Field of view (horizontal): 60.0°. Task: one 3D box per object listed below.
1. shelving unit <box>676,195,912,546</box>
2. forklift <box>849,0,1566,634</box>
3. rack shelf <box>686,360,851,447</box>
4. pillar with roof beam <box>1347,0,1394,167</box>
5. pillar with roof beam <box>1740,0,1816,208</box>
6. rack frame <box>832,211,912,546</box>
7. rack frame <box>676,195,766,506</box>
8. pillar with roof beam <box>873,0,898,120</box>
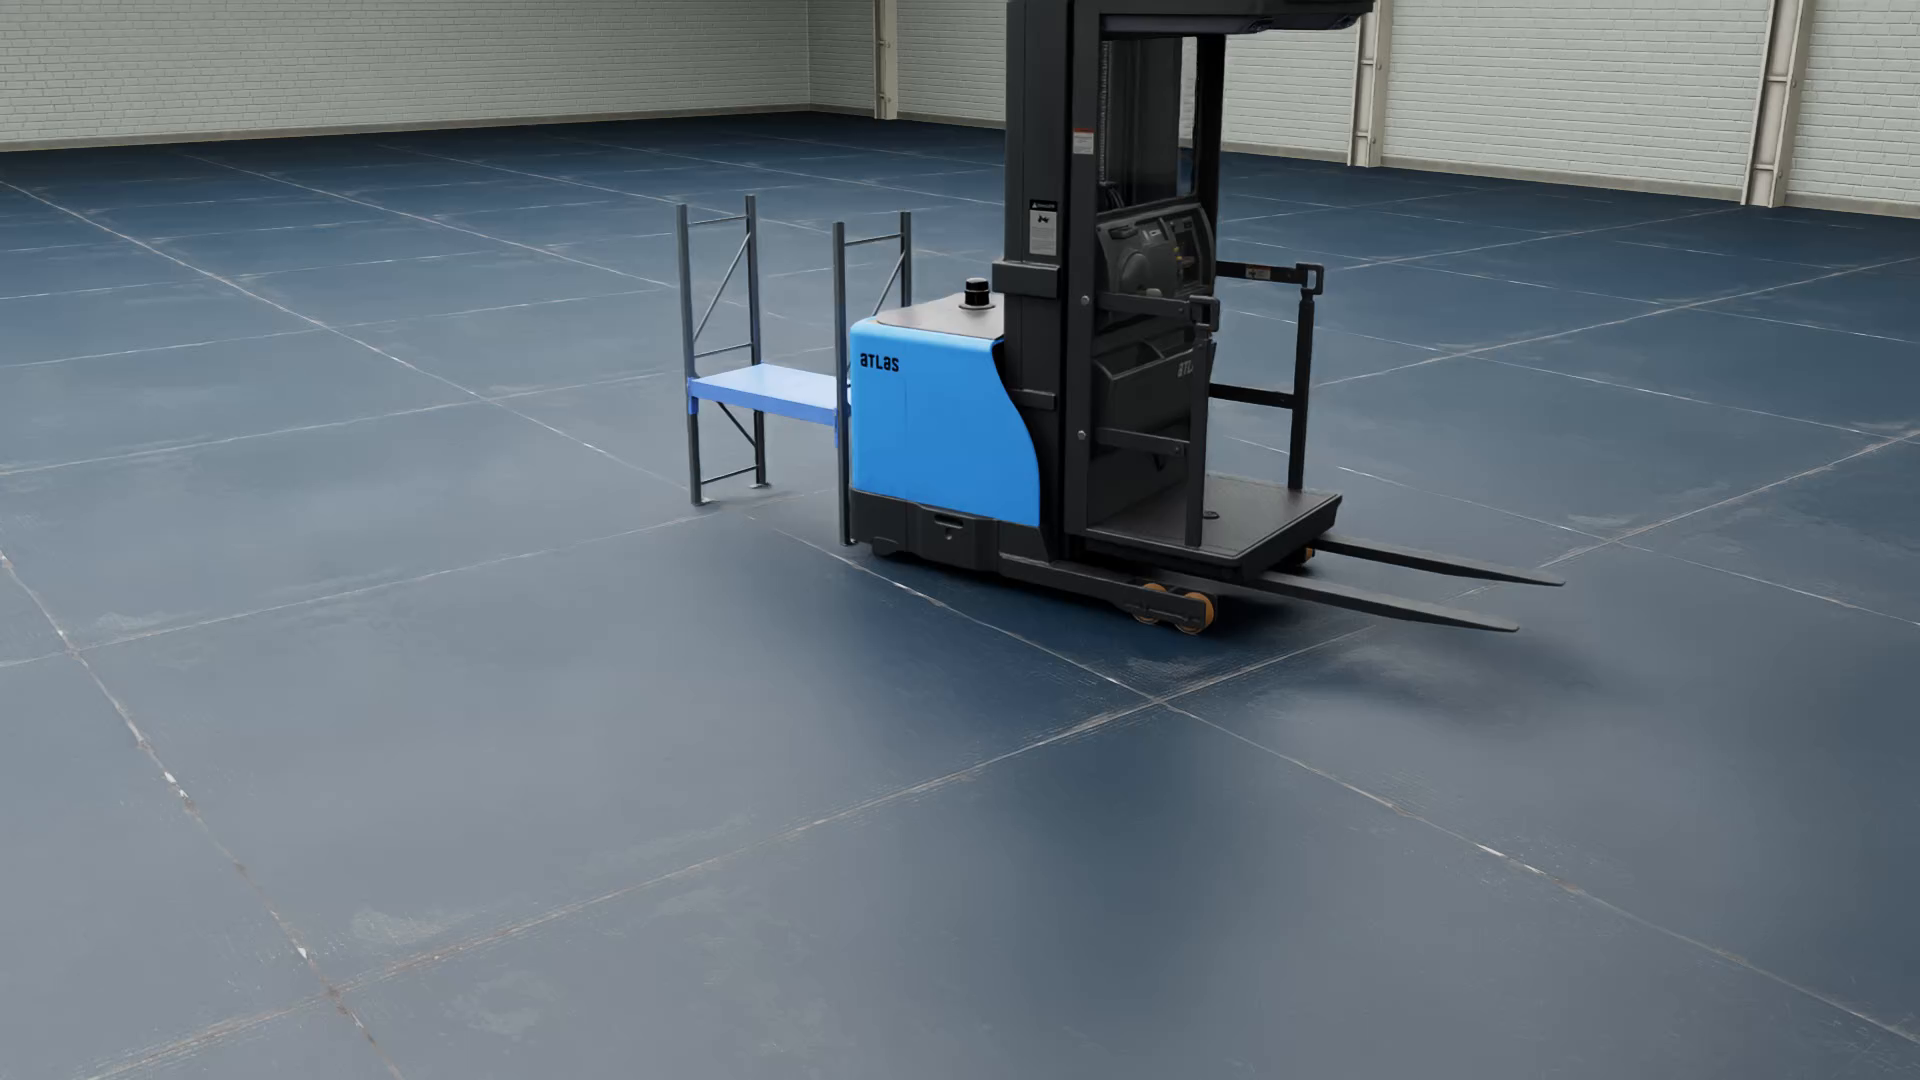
[{"bbox_3d":[-0.791,-0.846,8.032,1.048,1.500,0.538,14,23,36],"label":"shelving unit"},{"bbox_3d":[0.995,-1.201,6.826,3.031,2.935,1.130,12,22,33],"label":"forklift"},{"bbox_3d":[-0.791,-0.675,8.088,1.000,0.185,0.538,14,23,36],"label":"rack shelf"},{"bbox_3d":[2.592,-8.957,20.597,9.100,9.000,0.400,-14,23,-36],"label":"pillar with roof beam"},{"bbox_3d":[6.318,-7.478,16.132,9.100,9.000,0.400,-14,23,-36],"label":"pillar with roof beam"},{"bbox_3d":[-0.395,-0.746,7.730,0.032,1.500,0.500,14,23,36],"label":"rack frame"},{"bbox_3d":[-1.187,-0.946,8.334,0.032,1.500,0.500,14,23,36],"label":"rack frame"},{"bbox_3d":[-4.858,-11.914,29.526,9.100,9.000,0.400,-14,23,-36],"label":"pillar with roof beam"}]
